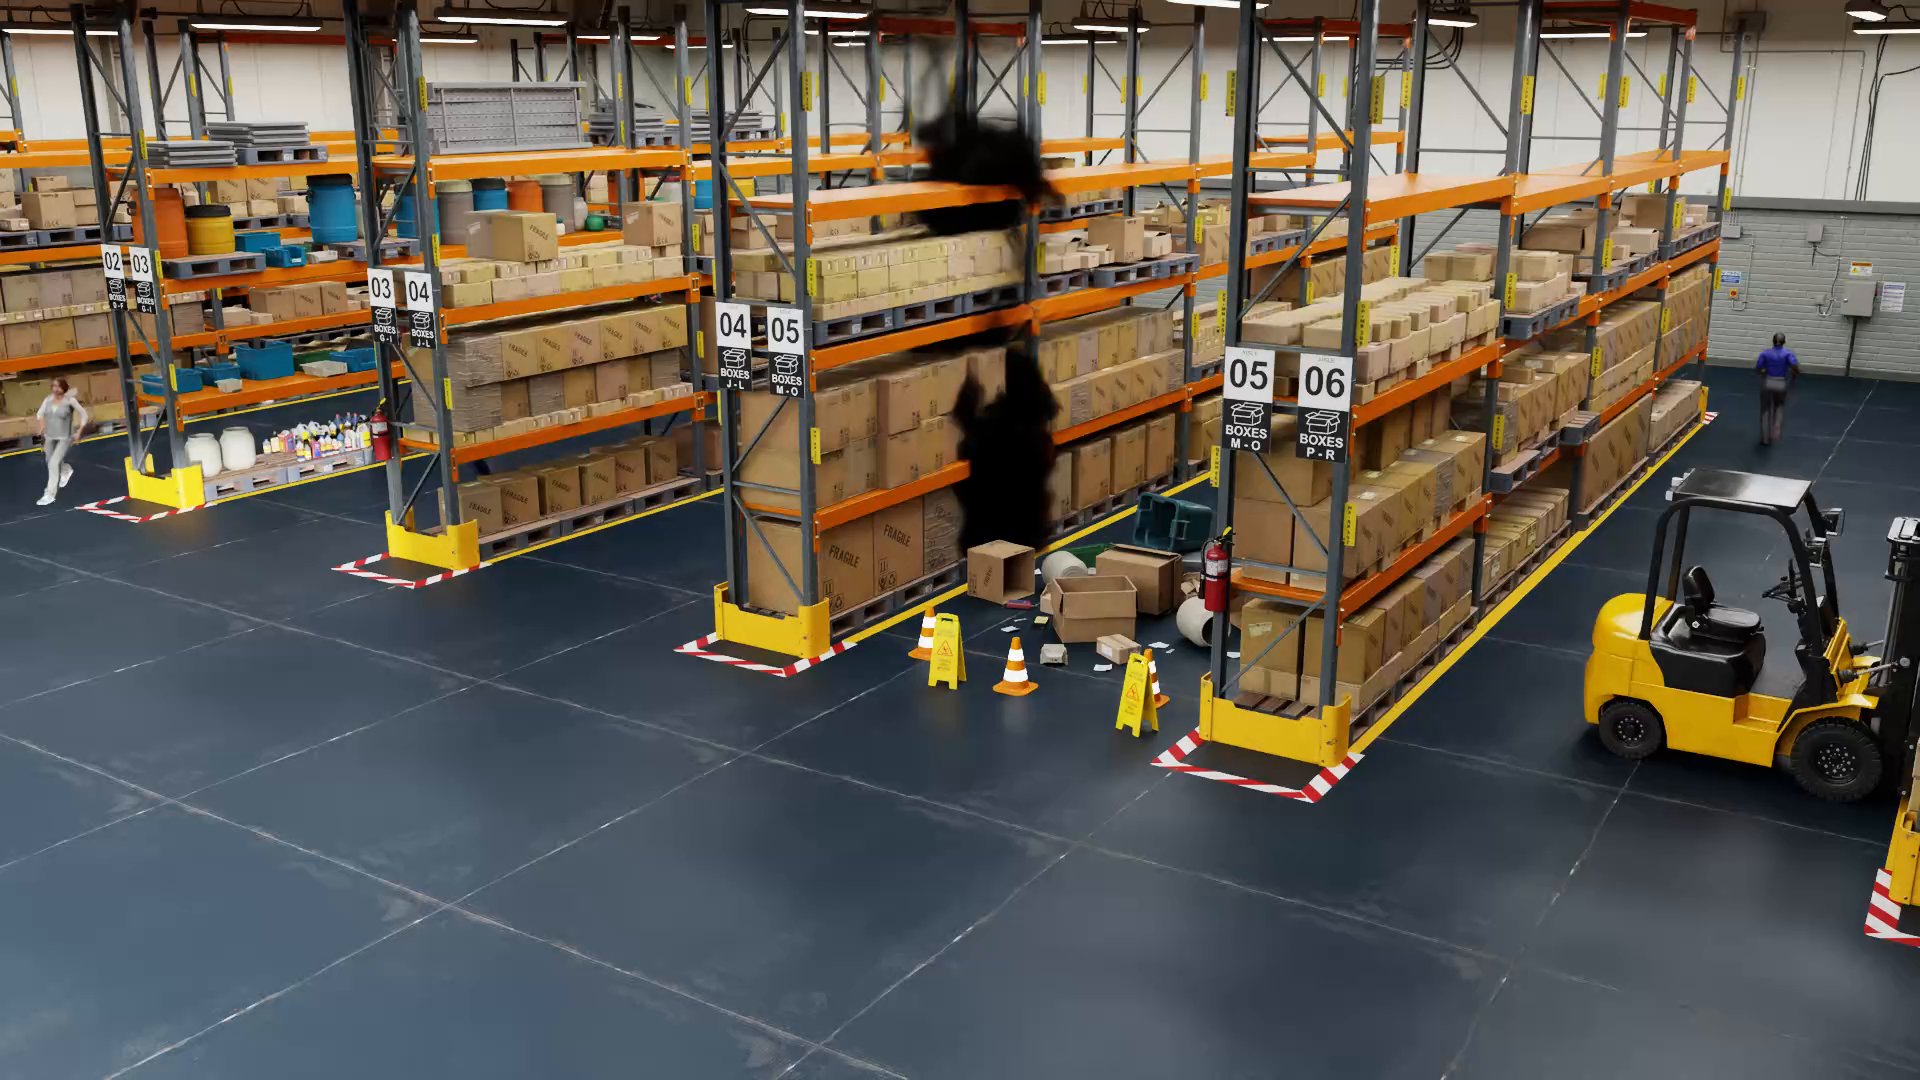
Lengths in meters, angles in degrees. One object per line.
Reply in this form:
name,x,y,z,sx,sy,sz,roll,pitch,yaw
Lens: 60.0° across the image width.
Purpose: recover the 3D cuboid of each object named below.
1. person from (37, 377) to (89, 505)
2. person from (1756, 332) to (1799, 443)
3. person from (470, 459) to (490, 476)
person,-11.278,-1.267,20.889,0.601,1.537,0.814,0,16,1
person,11.855,-2.227,24.190,0.560,1.615,0.576,7,17,25
person,-6.096,-1.326,20.973,0.586,1.676,0.661,6,16,19
